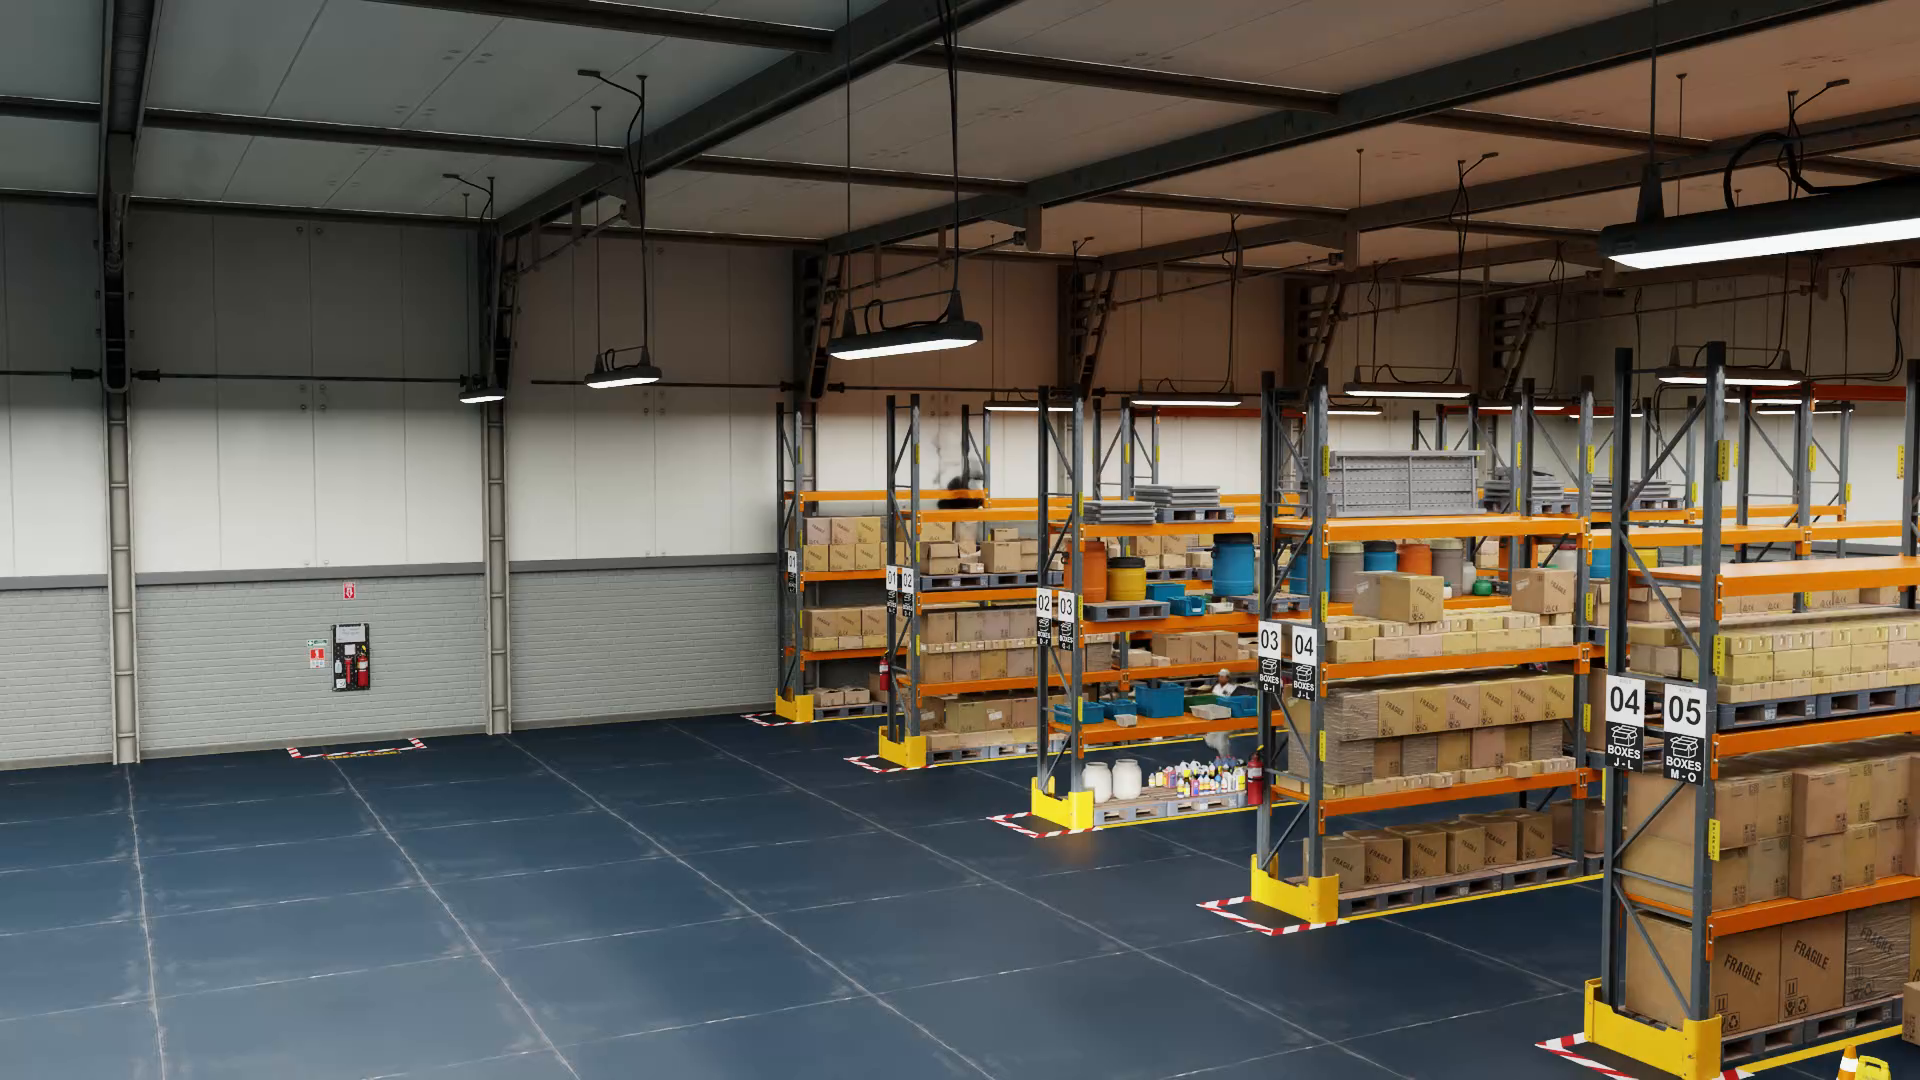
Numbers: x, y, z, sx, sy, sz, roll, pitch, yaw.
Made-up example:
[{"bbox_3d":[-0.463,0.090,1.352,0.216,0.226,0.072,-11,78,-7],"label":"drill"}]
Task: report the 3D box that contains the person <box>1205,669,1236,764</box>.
[{"bbox_3d":[4.194,2.864,26.514,0.551,1.602,0.607,-3,4,-38],"label":"person"}]
